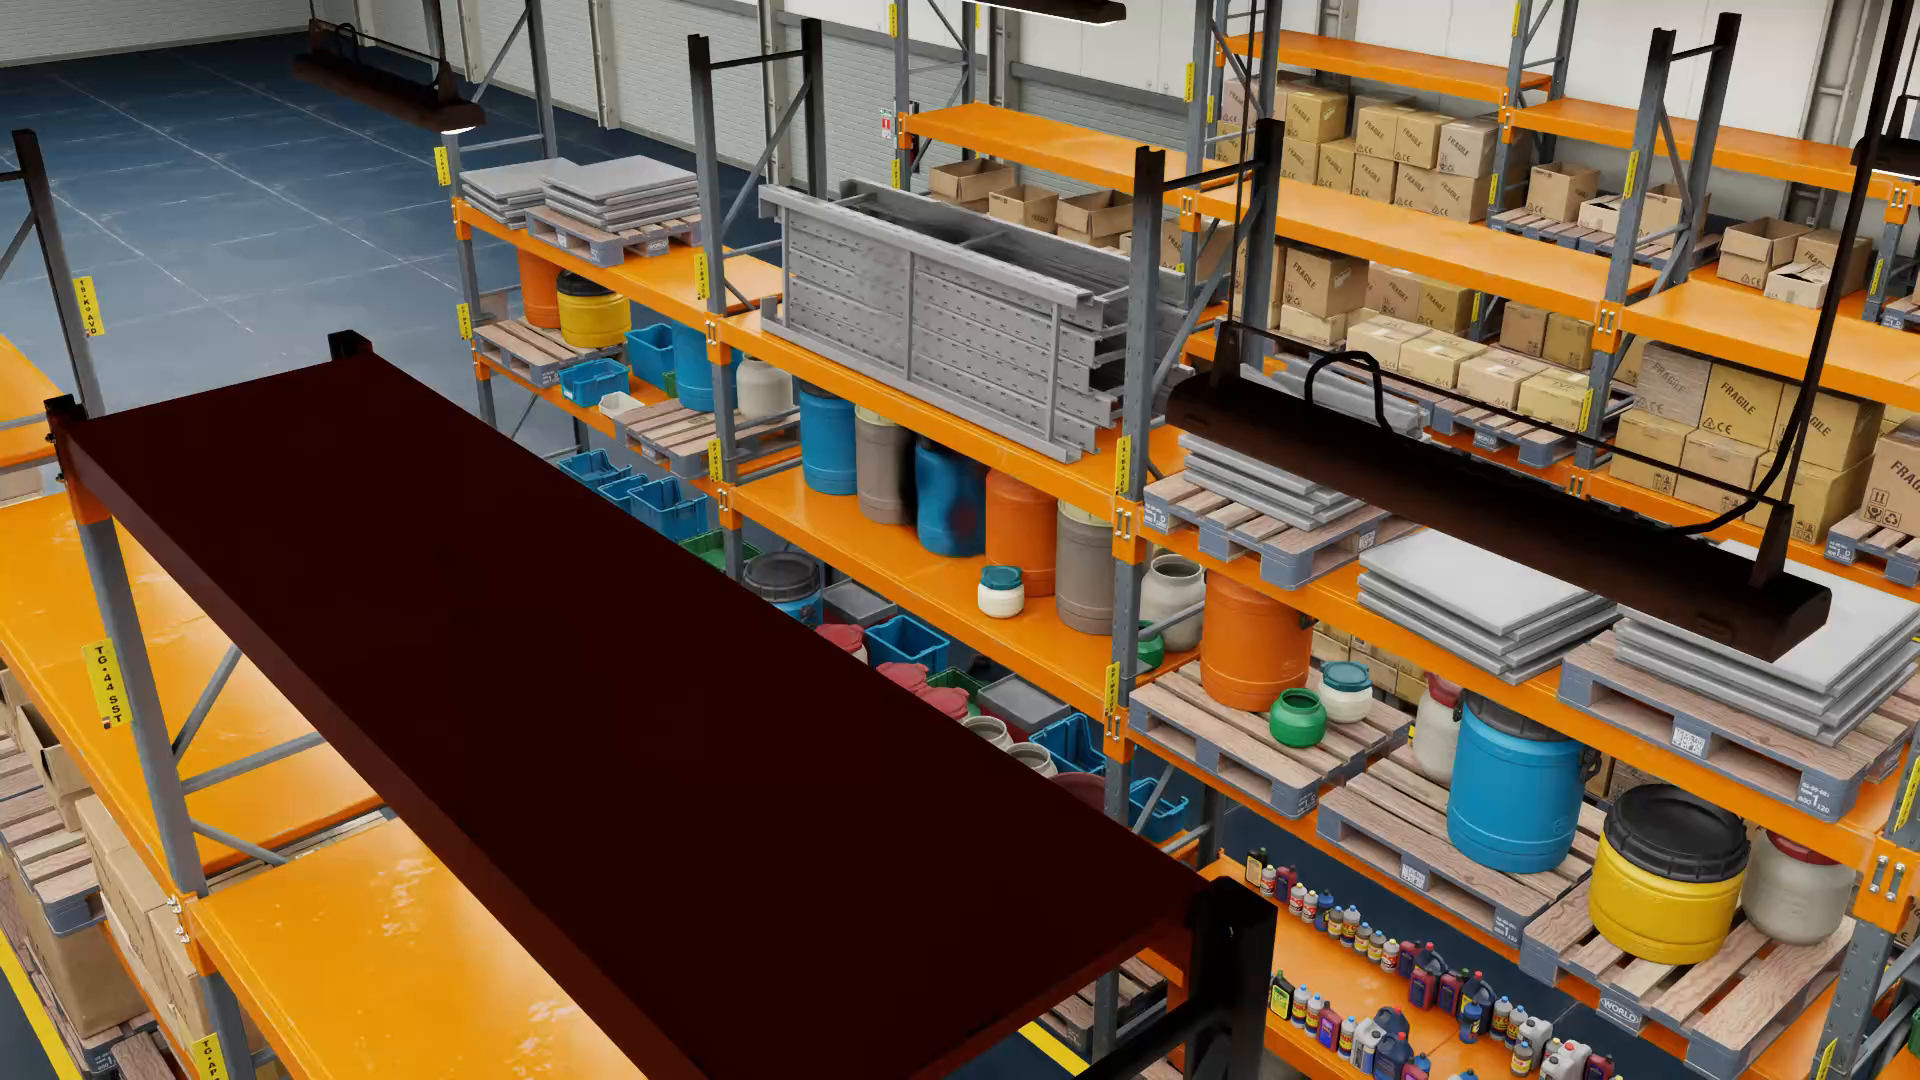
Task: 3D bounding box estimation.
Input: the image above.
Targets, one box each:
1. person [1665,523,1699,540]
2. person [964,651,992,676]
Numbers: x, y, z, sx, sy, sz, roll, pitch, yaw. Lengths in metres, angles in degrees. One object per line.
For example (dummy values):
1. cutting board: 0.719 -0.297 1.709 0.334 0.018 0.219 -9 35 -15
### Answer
1. person: 6.692 0.273 15.351 0.657 1.559 0.517 21 34 35
2. person: 0.473 0.576 14.684 0.980 1.689 0.704 14 30 25
